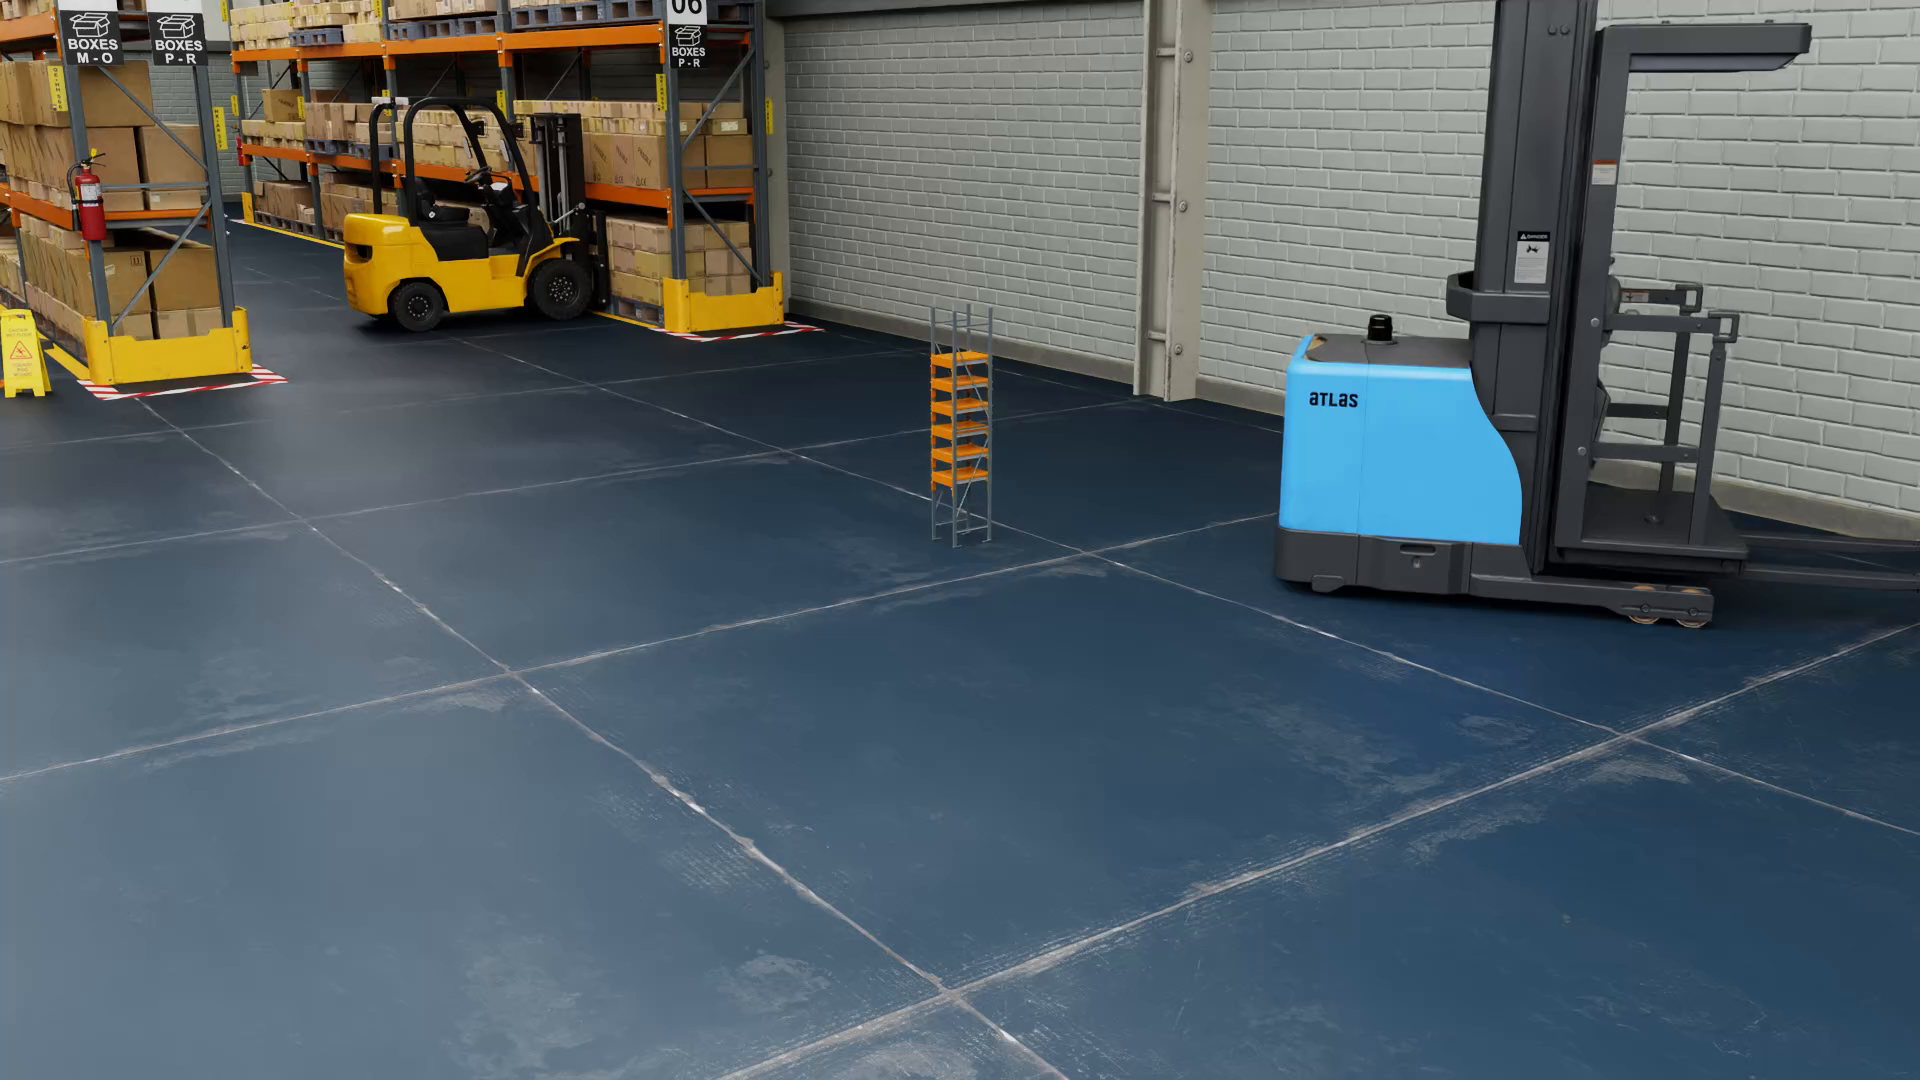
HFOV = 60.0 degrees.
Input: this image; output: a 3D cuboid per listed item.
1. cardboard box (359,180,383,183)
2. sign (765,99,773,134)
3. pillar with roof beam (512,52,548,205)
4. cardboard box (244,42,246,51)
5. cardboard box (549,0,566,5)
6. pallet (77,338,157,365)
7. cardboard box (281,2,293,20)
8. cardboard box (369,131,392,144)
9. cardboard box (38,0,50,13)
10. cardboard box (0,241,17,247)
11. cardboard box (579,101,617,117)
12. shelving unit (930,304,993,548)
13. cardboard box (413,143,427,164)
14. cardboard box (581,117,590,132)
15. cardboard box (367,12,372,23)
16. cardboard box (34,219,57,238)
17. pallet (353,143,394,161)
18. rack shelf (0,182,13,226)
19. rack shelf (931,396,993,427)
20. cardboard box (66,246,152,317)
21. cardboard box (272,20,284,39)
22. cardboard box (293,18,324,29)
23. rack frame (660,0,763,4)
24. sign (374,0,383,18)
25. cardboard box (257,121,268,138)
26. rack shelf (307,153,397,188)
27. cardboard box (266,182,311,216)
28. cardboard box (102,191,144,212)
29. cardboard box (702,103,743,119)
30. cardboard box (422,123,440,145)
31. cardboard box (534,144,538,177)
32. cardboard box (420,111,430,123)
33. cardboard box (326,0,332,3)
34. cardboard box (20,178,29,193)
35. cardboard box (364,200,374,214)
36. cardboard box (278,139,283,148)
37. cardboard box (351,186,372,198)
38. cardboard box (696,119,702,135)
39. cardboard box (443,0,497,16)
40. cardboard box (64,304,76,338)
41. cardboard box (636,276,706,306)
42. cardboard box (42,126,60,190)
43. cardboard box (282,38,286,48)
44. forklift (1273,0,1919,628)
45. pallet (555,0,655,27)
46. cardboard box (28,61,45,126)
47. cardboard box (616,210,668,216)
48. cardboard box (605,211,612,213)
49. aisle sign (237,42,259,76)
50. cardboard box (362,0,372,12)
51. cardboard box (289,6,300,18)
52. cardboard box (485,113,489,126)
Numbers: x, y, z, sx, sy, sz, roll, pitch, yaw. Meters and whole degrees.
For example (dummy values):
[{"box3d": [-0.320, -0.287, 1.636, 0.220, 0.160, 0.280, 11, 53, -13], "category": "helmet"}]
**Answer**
[{"box3d": [-8.903, -5.368, 25.218, 0.380, 0.149, 0.250, -12, 19, -37], "category": "cardboard box"}, {"box3d": [-1.844, -4.070, 15.976, 0.100, 0.325, 0.005, -11, 19, -35], "category": "sign"}, {"box3d": [-8.987, -7.325, 18.292, 9.100, 9.000, 0.400, -11, 19, -35], "category": "pillar with roof beam"}, {"box3d": [-11.529, -8.116, 27.340, 0.380, 0.149, 0.250, -10, 18, -34], "category": "cardboard box"}, {"box3d": [-4.021, -5.652, 17.134, 0.396, 0.266, 0.258, -11, 19, -36], "category": "cardboard box"}, {"box3d": [-6.803, -1.609, 14.054, 1.003, 0.211, 1.213, -11, 19, -35], "category": "pallet"}, {"box3d": [-9.844, -7.922, 24.928, 0.500, 0.250, 0.500, -11, 19, -34], "category": "cardboard box"}, {"box3d": [-7.697, -5.400, 22.304, 0.380, 0.149, 0.250, -10, 18, -34], "category": "cardboard box"}, {"box3d": [-6.918, -4.165, 12.905, 0.380, 0.149, 0.250, -11, 19, -34], "category": "cardboard box"}, {"box3d": [-10.249, -3.123, 18.488, 0.950, 0.372, 0.625, -11, 19, -36], "category": "cardboard box"}, {"box3d": [-3.718, -4.461, 17.211, 0.380, 0.149, 0.250, -11, 19, -34], "category": "cardboard box"}, {"box3d": [0.009, -0.576, 8.406, 0.258, 1.200, 0.189, -11, 19, -35], "category": "shelving unit"}, {"box3d": [-6.645, -4.925, 21.172, 0.500, 0.250, 0.500, -11, 19, -36], "category": "cardboard box"}, {"box3d": [-3.781, -4.303, 17.197, 0.380, 0.149, 0.250, -11, 19, -36], "category": "cardboard box"}, {"box3d": [-7.674, -6.961, 22.176, 0.380, 0.149, 0.250, -10, 18, -33], "category": "cardboard box"}, {"box3d": [-8.043, -2.793, 14.863, 0.380, 0.149, 0.250, -10, 18, -31], "category": "cardboard box"}, {"box3d": [-7.456, -5.279, 22.546, 1.213, 0.211, 1.003, -11, 19, -35], "category": "pallet"}, {"box3d": [-9.837, -3.693, 17.748, 1.077, 0.370, 4.000, -11, 19, -35], "category": "rack shelf"}, {"box3d": [0.009, -0.649, 8.386, 0.258, 0.103, 0.180, -11, 19, -35], "category": "rack shelf"}, {"box3d": [-6.991, -2.127, 13.658, 0.500, 0.500, 0.500, -11, 19, -34], "category": "cardboard box"}, {"box3d": [-10.152, -7.784, 25.371, 0.500, 0.250, 0.500, -12, 19, -36], "category": "cardboard box"}, {"box3d": [-9.498, -7.543, 24.262, 0.380, 0.149, 0.250, -11, 19, -34], "category": "cardboard box"}, {"box3d": [-2.296, -6.423, 14.998, 1.000, 3.000, 0.127, -11, 19, -35], "category": "rack frame"}, {"box3d": [-7.440, -6.850, 21.261, 0.100, 0.325, 0.005, -11, 19, -35], "category": "sign"}, {"box3d": [-11.058, -6.663, 26.960, 0.500, 0.250, 0.500, -11, 19, -36], "category": "cardboard box"}, {"box3d": [-8.176, -5.318, 23.687, 1.077, 0.370, 4.000, -11, 19, -35], "category": "rack shelf"}, {"box3d": [-10.950, -5.609, 27.328, 0.700, 0.500, 0.500, -10, 18, -32], "category": "cardboard box"}, {"box3d": [-6.702, -2.684, 13.176, 0.380, 0.149, 0.250, -10, 18, -33], "category": "cardboard box"}, {"box3d": [-2.321, -4.139, 16.035, 0.380, 0.149, 0.250, -11, 19, -36], "category": "cardboard box"}, {"box3d": [-6.350, -5.052, 20.691, 0.500, 0.250, 0.500, -11, 19, -36], "category": "cardboard box"}, {"box3d": [-4.279, -4.188, 18.007, 0.500, 0.500, 0.500, -10, 18, -34], "category": "cardboard box"}, {"box3d": [-6.557, -5.324, 20.927, 0.380, 0.149, 0.250, -11, 19, -34], "category": "cardboard box"}, {"box3d": [-9.117, -7.957, 24.427, 0.396, 0.266, 0.258, -11, 19, -35], "category": "cardboard box"}, {"box3d": [-8.545, -3.328, 15.531, 0.380, 0.149, 0.250, -10, 18, -33], "category": "cardboard box"}, {"box3d": [-8.018, -4.512, 23.317, 0.500, 0.500, 0.500, -10, 18, -32], "category": "cardboard box"}, {"box3d": [-10.637, -6.332, 26.505, 0.380, 0.149, 0.250, -11, 19, -35], "category": "cardboard box"}, {"box3d": [-8.538, -5.015, 23.927, 0.380, 0.149, 0.250, -10, 18, -33], "category": "cardboard box"}, {"box3d": [-2.483, -4.046, 16.260, 0.380, 0.149, 0.250, -11, 19, -35], "category": "cardboard box"}, {"box3d": [-5.722, -6.319, 19.483, 0.500, 0.311, 0.500, -12, 19, -36], "category": "cardboard box"}, {"box3d": [-7.300, -1.877, 14.167, 0.500, 0.250, 0.500, -11, 19, -34], "category": "cardboard box"}, {"box3d": [-2.828, -2.457, 16.285, 0.500, 0.250, 0.500, -11, 19, -34], "category": "cardboard box"}, {"box3d": [-7.142, -3.131, 13.580, 0.500, 0.500, 0.500, -11, 19, -34], "category": "cardboard box"}, {"box3d": [-10.095, -7.560, 25.310, 0.380, 0.149, 0.250, -10, 18, -33], "category": "cardboard box"}, {"box3d": [3.031, -1.190, 7.370, 3.031, 2.935, 1.130, 4, 16, 15], "category": "forklift"}, {"box3d": [-3.413, -5.350, 16.925, 1.003, 0.211, 1.213, -11, 19, -35], "category": "pallet"}, {"box3d": [-7.078, -3.617, 13.462, 0.700, 0.500, 0.500, -11, 19, -34], "category": "cardboard box"}, {"box3d": [-3.304, -3.345, 17.636, 0.500, 0.250, 0.500, -11, 19, -36], "category": "cardboard box"}, {"box3d": [-4.023, -3.375, 17.745, 0.500, 0.250, 0.500, -10, 18, -33], "category": "cardboard box"}, {"box3d": [-11.982, -8.169, 27.817, 0.394, 0.787, 0.004, -11, 19, -35], "category": "aisle sign"}, {"box3d": [-7.708, -7.097, 22.108, 0.380, 0.149, 0.250, -12, 19, -36], "category": "cardboard box"}, {"box3d": [-9.531, -7.680, 24.200, 0.380, 0.149, 0.250, -10, 18, -33], "category": "cardboard box"}, {"box3d": [-5.296, -4.896, 19.365, 0.380, 0.149, 0.250, -11, 19, -35], "category": "cardboard box"}]
